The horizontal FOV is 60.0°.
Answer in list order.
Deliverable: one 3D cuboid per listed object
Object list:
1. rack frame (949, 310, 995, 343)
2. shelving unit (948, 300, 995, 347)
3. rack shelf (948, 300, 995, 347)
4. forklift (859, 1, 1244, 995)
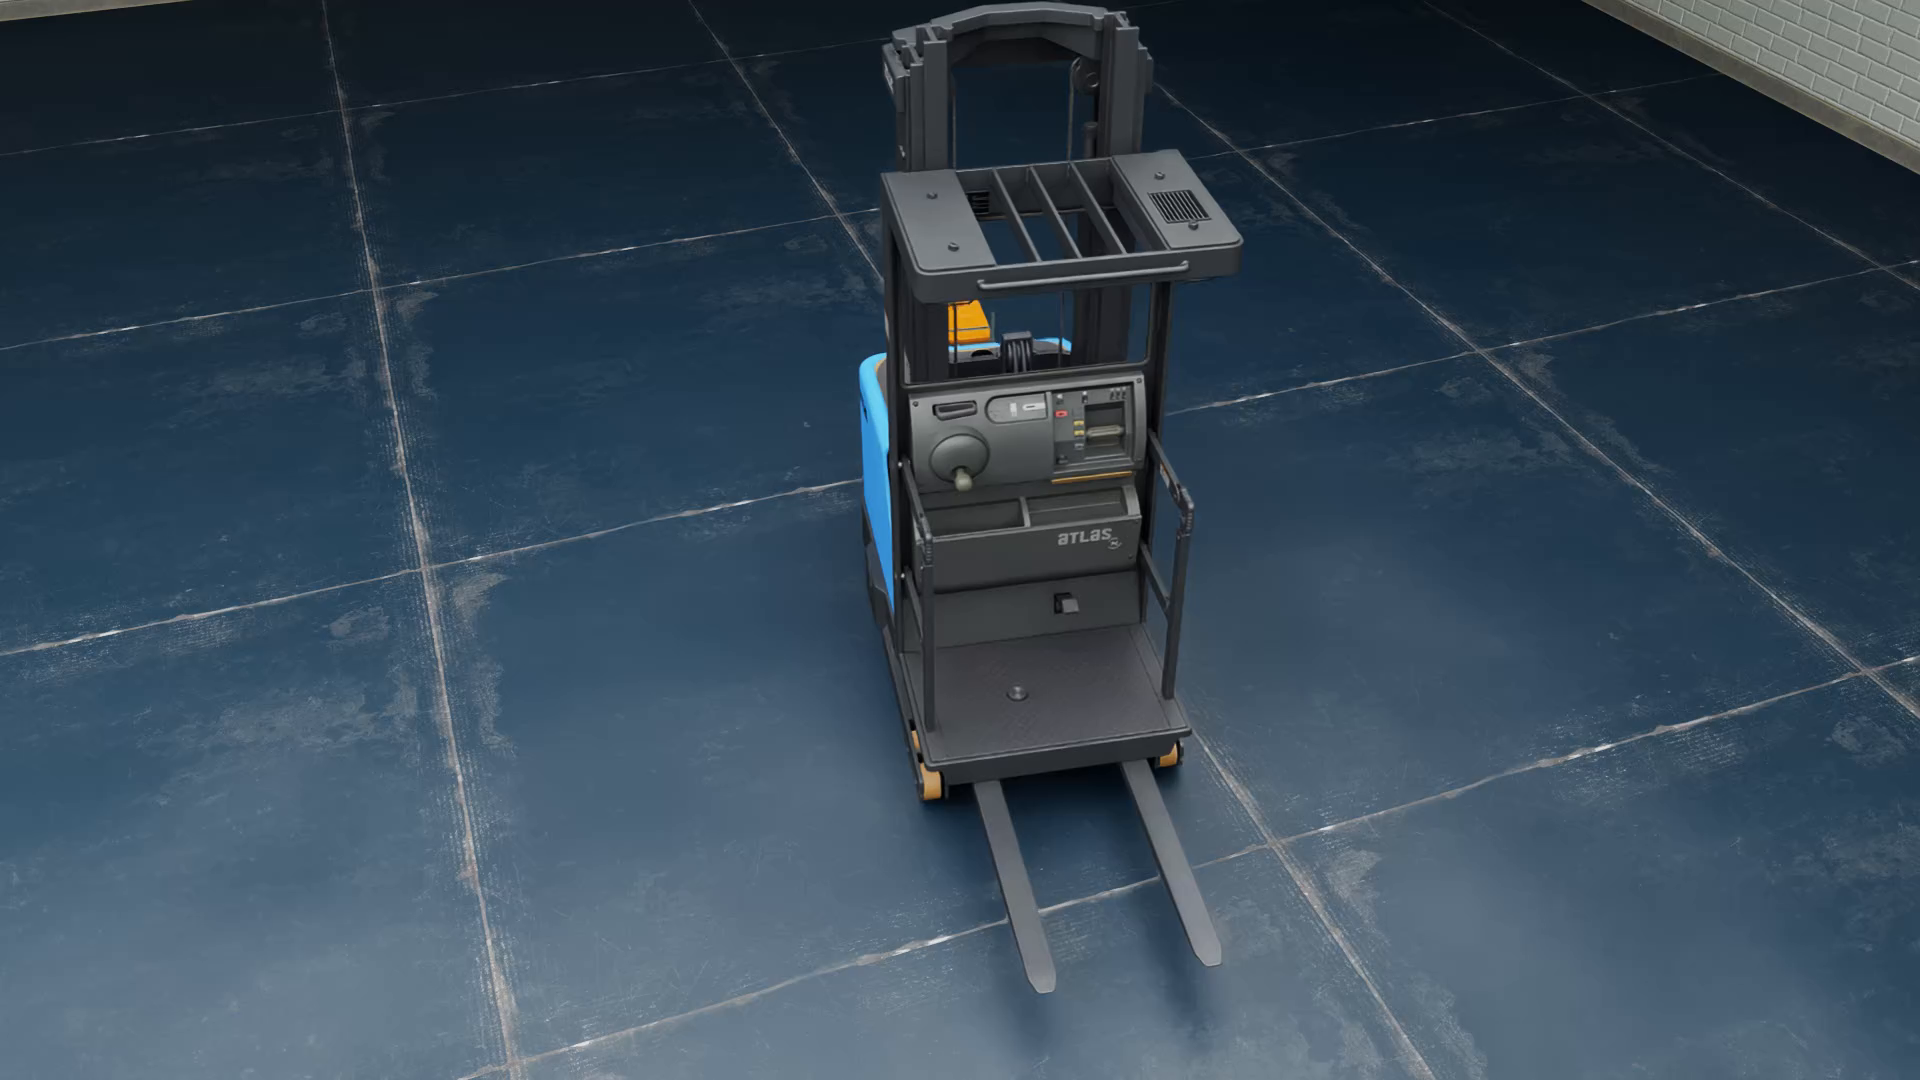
[{"bbox_3d":[0.040,-0.564,8.002,0.240,1.200,0.015,-7,38,-9],"label":"rack frame"},{"bbox_3d":[-0.007,-0.708,8.193,0.258,1.200,0.503,-7,38,-9],"label":"shelving unit"},{"bbox_3d":[-0.007,-1.022,7.956,0.258,0.148,0.480,-7,38,-9],"label":"rack shelf"},{"bbox_3d":[0.311,-0.346,6.273,1.130,2.935,3.031,-7,38,-9],"label":"forklift"}]
